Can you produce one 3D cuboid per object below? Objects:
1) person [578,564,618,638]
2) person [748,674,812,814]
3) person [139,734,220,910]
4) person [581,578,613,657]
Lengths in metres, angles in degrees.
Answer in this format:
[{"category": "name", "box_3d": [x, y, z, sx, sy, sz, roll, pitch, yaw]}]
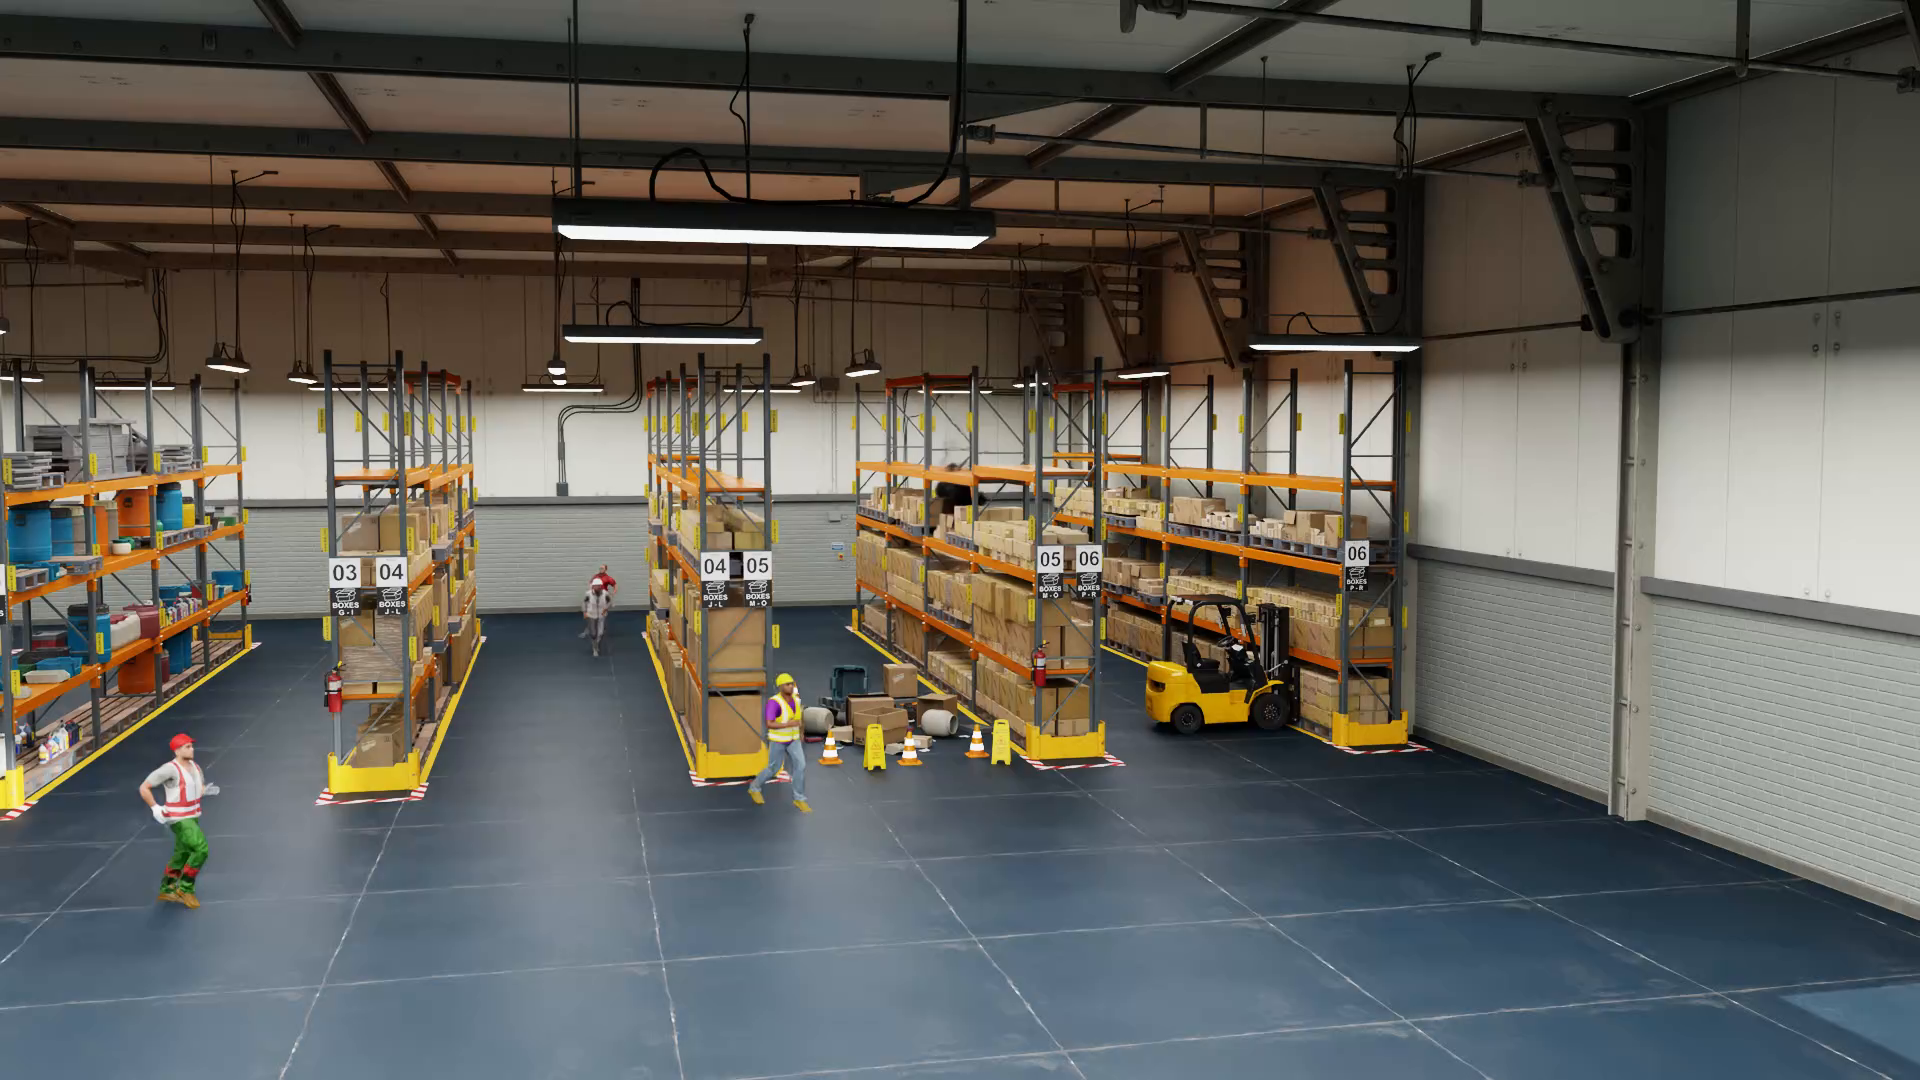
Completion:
[{"category": "person", "box_3d": [-8.545, 1.420, 39.084, 0.702, 1.685, 0.942, 3, 5, 41]}, {"category": "person", "box_3d": [-2.315, 2.546, 21.572, 0.934, 1.661, 0.710, 3, 5, 40]}, {"category": "person", "box_3d": [-8.007, 2.898, 17.233, 0.670, 1.785, 0.650, 0, 4, 4]}, {"category": "person", "box_3d": [-7.874, 1.664, 36.063, 0.654, 1.712, 0.807, -2, 4, -21]}]
